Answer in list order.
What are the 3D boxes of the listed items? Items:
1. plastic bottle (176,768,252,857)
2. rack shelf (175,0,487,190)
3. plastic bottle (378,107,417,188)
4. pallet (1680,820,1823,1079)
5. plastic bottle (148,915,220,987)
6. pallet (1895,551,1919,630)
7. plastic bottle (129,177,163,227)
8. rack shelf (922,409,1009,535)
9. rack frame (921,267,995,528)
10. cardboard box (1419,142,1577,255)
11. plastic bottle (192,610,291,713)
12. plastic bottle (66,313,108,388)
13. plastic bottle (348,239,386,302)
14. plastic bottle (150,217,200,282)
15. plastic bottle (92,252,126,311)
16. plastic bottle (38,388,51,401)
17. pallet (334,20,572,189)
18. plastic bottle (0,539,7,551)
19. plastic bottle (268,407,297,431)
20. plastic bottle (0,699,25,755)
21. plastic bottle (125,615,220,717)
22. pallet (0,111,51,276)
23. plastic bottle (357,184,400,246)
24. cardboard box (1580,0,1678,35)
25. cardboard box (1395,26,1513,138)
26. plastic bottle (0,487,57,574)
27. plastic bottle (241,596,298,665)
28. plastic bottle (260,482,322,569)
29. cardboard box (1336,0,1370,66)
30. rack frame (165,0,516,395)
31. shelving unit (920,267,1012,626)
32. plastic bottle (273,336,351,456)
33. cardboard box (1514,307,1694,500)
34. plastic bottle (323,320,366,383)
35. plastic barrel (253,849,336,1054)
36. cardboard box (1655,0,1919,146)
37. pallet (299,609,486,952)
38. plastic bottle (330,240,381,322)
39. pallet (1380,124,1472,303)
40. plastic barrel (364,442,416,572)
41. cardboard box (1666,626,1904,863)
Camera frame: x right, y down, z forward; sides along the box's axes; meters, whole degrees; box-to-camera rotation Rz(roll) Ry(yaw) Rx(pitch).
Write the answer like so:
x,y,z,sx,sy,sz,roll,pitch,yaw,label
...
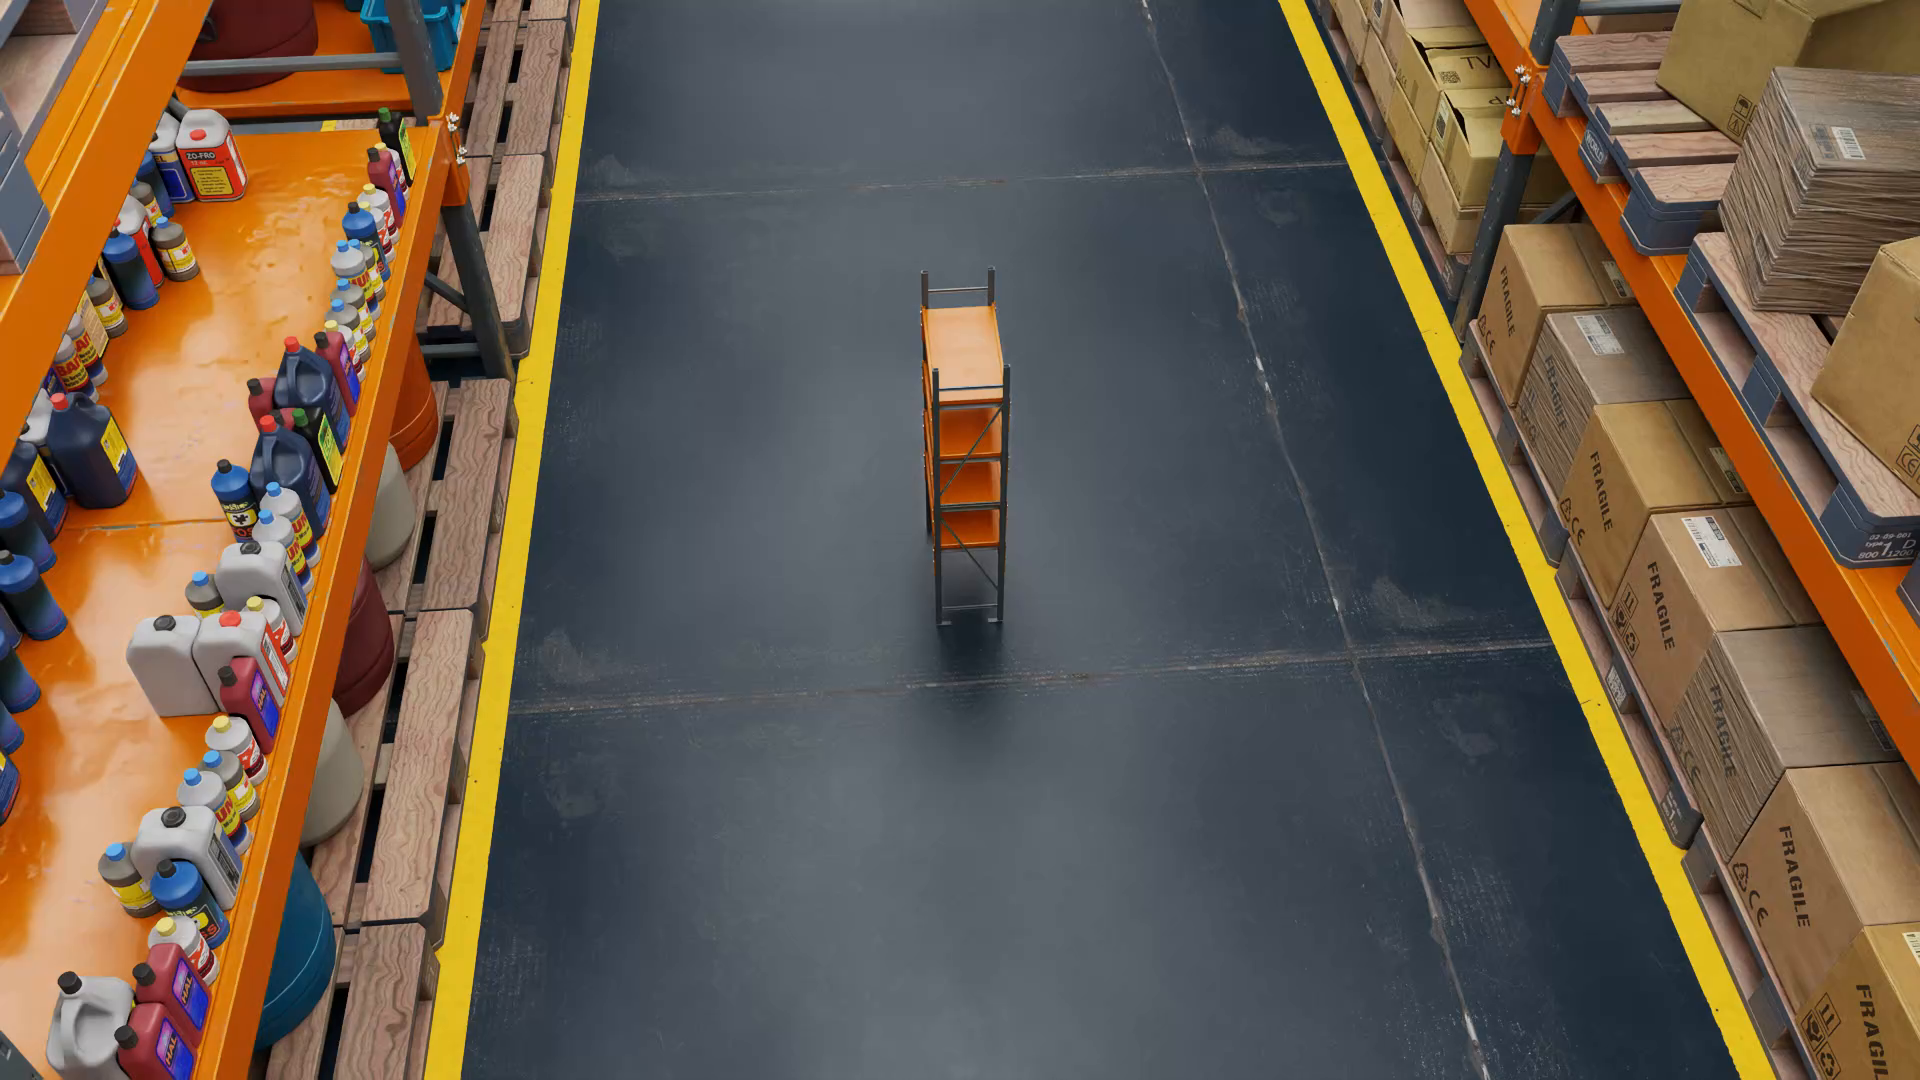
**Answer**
x,y,z,sx,sy,sz,roll,pitch,yaw,label
-1.669,0.600,3.704,0.097,0.271,0.097,0,47,0,plastic bottle
-2.499,-2.830,7.359,1.077,0.370,4.000,-3,47,-3,rack shelf
-1.872,-1.323,5.517,0.061,0.283,0.133,-3,47,-3,plastic bottle
2.834,1.338,4.837,1.003,0.211,1.213,-3,47,-3,pallet
-1.641,0.862,3.504,0.097,0.201,0.097,0,47,0,plastic bottle
2.982,0.447,3.893,1.003,0.211,1.213,-3,47,-3,pallet
-2.627,-1.073,5.337,0.097,0.201,0.097,0,47,0,plastic bottle
0.014,-0.247,5.750,0.258,0.148,0.480,-3,47,-3,rack shelf
-0.007,-0.469,5.868,0.240,1.200,0.015,-3,47,-3,rack frame
2.318,-1.493,7.203,0.500,0.250,0.500,-2,47,-2,cardboard box
-1.733,0.279,4.005,0.152,0.276,0.135,-3,47,-3,plastic bottle
-2.566,-0.569,4.812,0.097,0.271,0.097,0,47,0,plastic bottle
-1.837,-0.832,5.109,0.097,0.201,0.097,0,47,0,plastic bottle
-2.456,-0.915,5.188,0.097,0.201,0.097,0,47,0,plastic bottle
-2.613,-0.823,5.043,0.061,0.283,0.133,-3,47,-3,plastic bottle
-2.538,-0.332,4.587,0.097,0.271,0.097,0,47,0,plastic bottle
-2.457,-2.115,8.107,1.003,0.211,1.213,-3,47,-3,pallet
-2.520,-0.020,4.284,0.061,0.283,0.133,-3,47,-3,plastic bottle
-1.811,-0.262,4.513,0.061,0.283,0.133,-3,47,-3,plastic bottle
-2.302,0.393,3.901,0.097,0.271,0.097,0,47,0,plastic bottle
-1.885,0.288,3.997,0.152,0.276,0.135,-3,47,-3,plastic bottle
-2.160,-0.264,2.498,1.213,0.211,1.003,-3,47,-3,pallet
-1.862,-1.043,5.309,0.097,0.201,0.097,0,47,0,plastic bottle
2.618,-2.163,6.294,0.500,0.311,0.500,-1,47,-1,cardboard box
2.266,-2.060,7.353,0.500,0.311,0.500,-4,47,-4,cardboard box
-2.443,-0.034,4.305,0.097,0.271,0.097,0,47,0,plastic bottle
-1.716,0.219,4.114,0.097,0.201,0.097,0,47,0,plastic bottle
-1.743,-0.043,4.314,0.097,0.271,0.097,0,47,0,plastic bottle
2.186,-2.602,8.253,0.500,0.250,0.500,-3,47,-3,cardboard box
-2.331,-1.630,5.728,1.000,3.000,0.127,-3,47,-3,rack frame
0.014,-0.293,5.701,0.258,1.200,0.503,-3,47,-3,shelving unit
-1.805,-0.402,4.598,0.144,0.351,0.185,-3,47,-3,plastic bottle
2.408,-0.495,6.071,0.500,0.500,0.500,-5,47,-5,cardboard box
-1.805,-0.550,4.842,0.097,0.201,0.097,0,47,0,plastic bottle
-2.084,0.934,4.455,0.600,0.901,0.708,-3,47,-3,plastic barrel
2.770,-1.658,5.396,0.700,0.500,0.500,-18,49,-16,cardboard box
-2.125,0.777,5.368,1.003,0.211,1.213,-3,47,-3,pallet
-1.829,-0.786,5.017,0.097,0.271,0.097,0,47,0,plastic bottle
2.575,-1.567,7.589,1.003,0.211,1.213,-3,47,-3,pallet
-2.137,-0.163,5.762,0.421,0.512,0.421,0,47,0,plastic barrel
2.538,0.613,5.022,0.500,0.500,0.500,-3,47,-3,cardboard box
